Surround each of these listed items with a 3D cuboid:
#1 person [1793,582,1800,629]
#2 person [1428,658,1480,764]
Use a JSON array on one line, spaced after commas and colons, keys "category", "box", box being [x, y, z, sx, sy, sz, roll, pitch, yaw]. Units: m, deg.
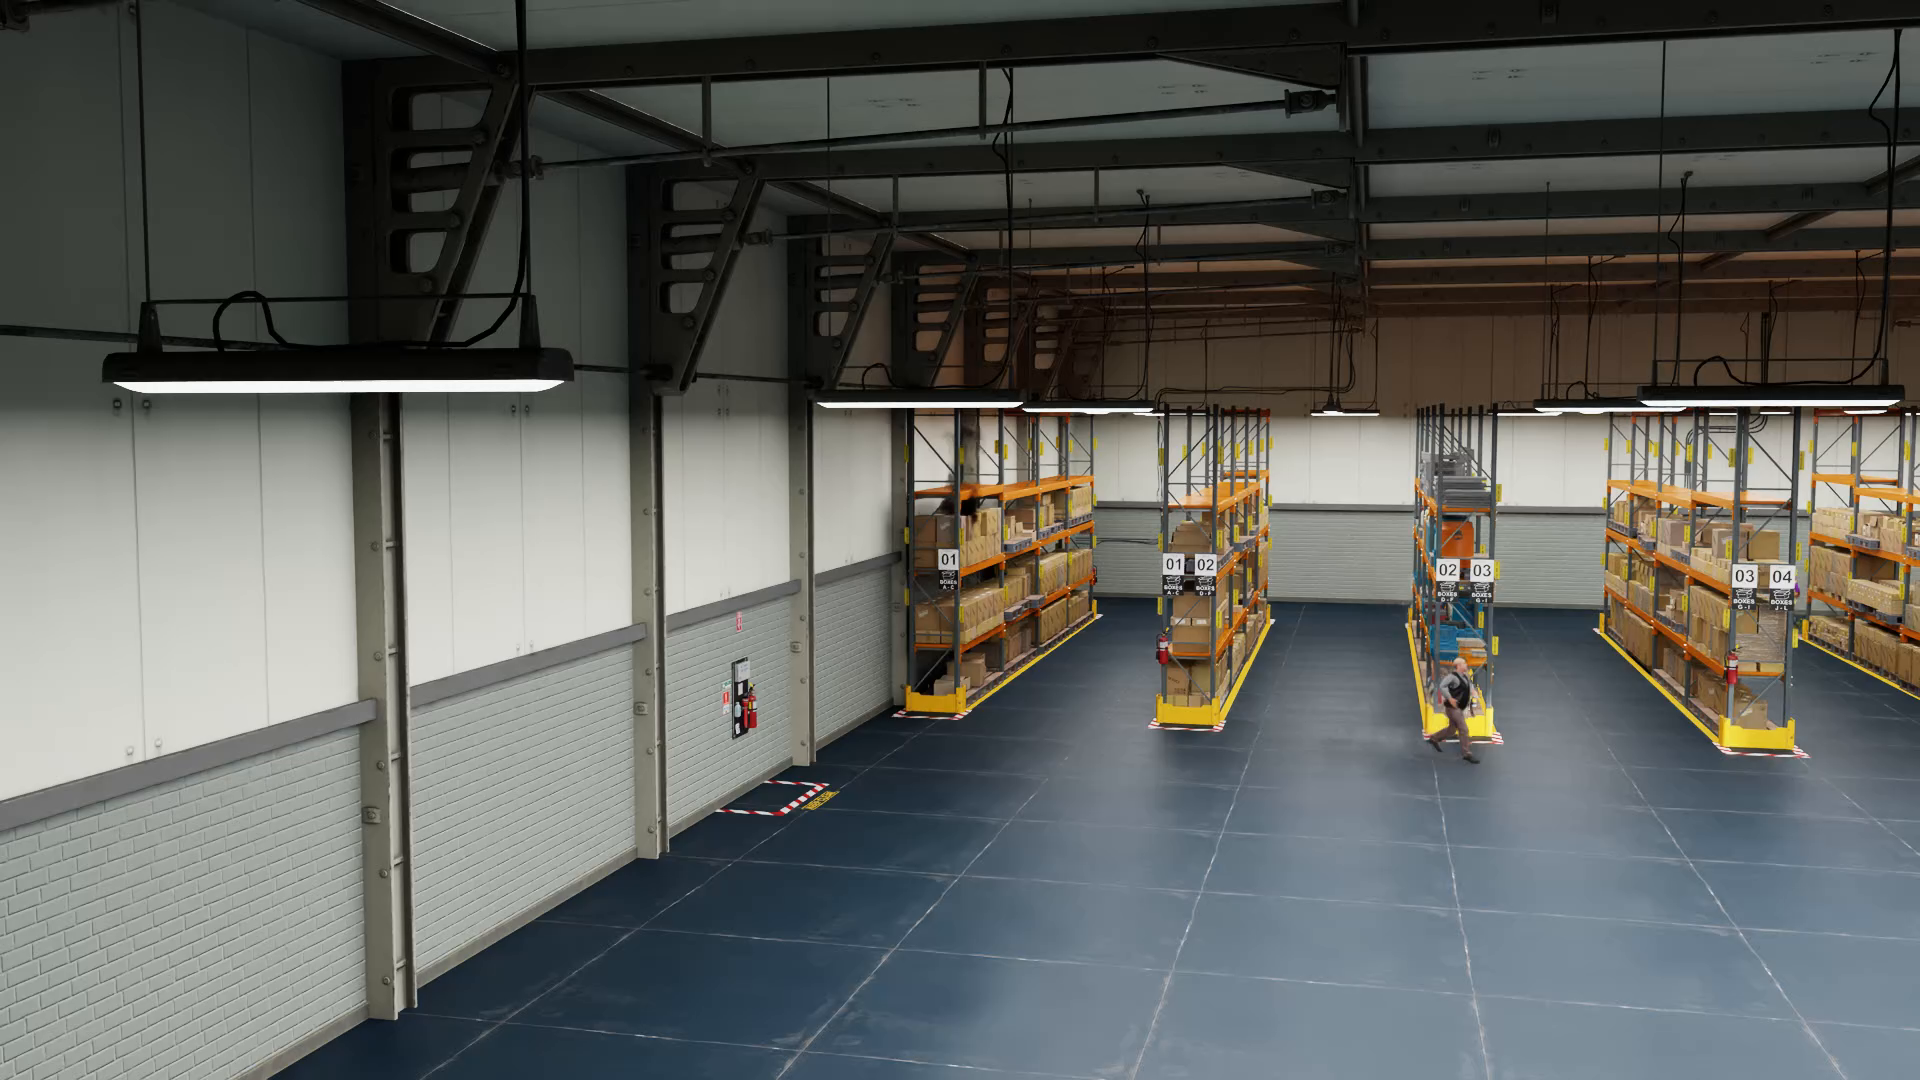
[{"category": "person", "box": [22.132, 1.676, 44.346, 0.679, 1.709, 0.760, 0, 4, -2]}, {"category": "person", "box": [8.277, 2.832, 27.869, 0.959, 1.735, 0.654, 3, 5, 36]}]
